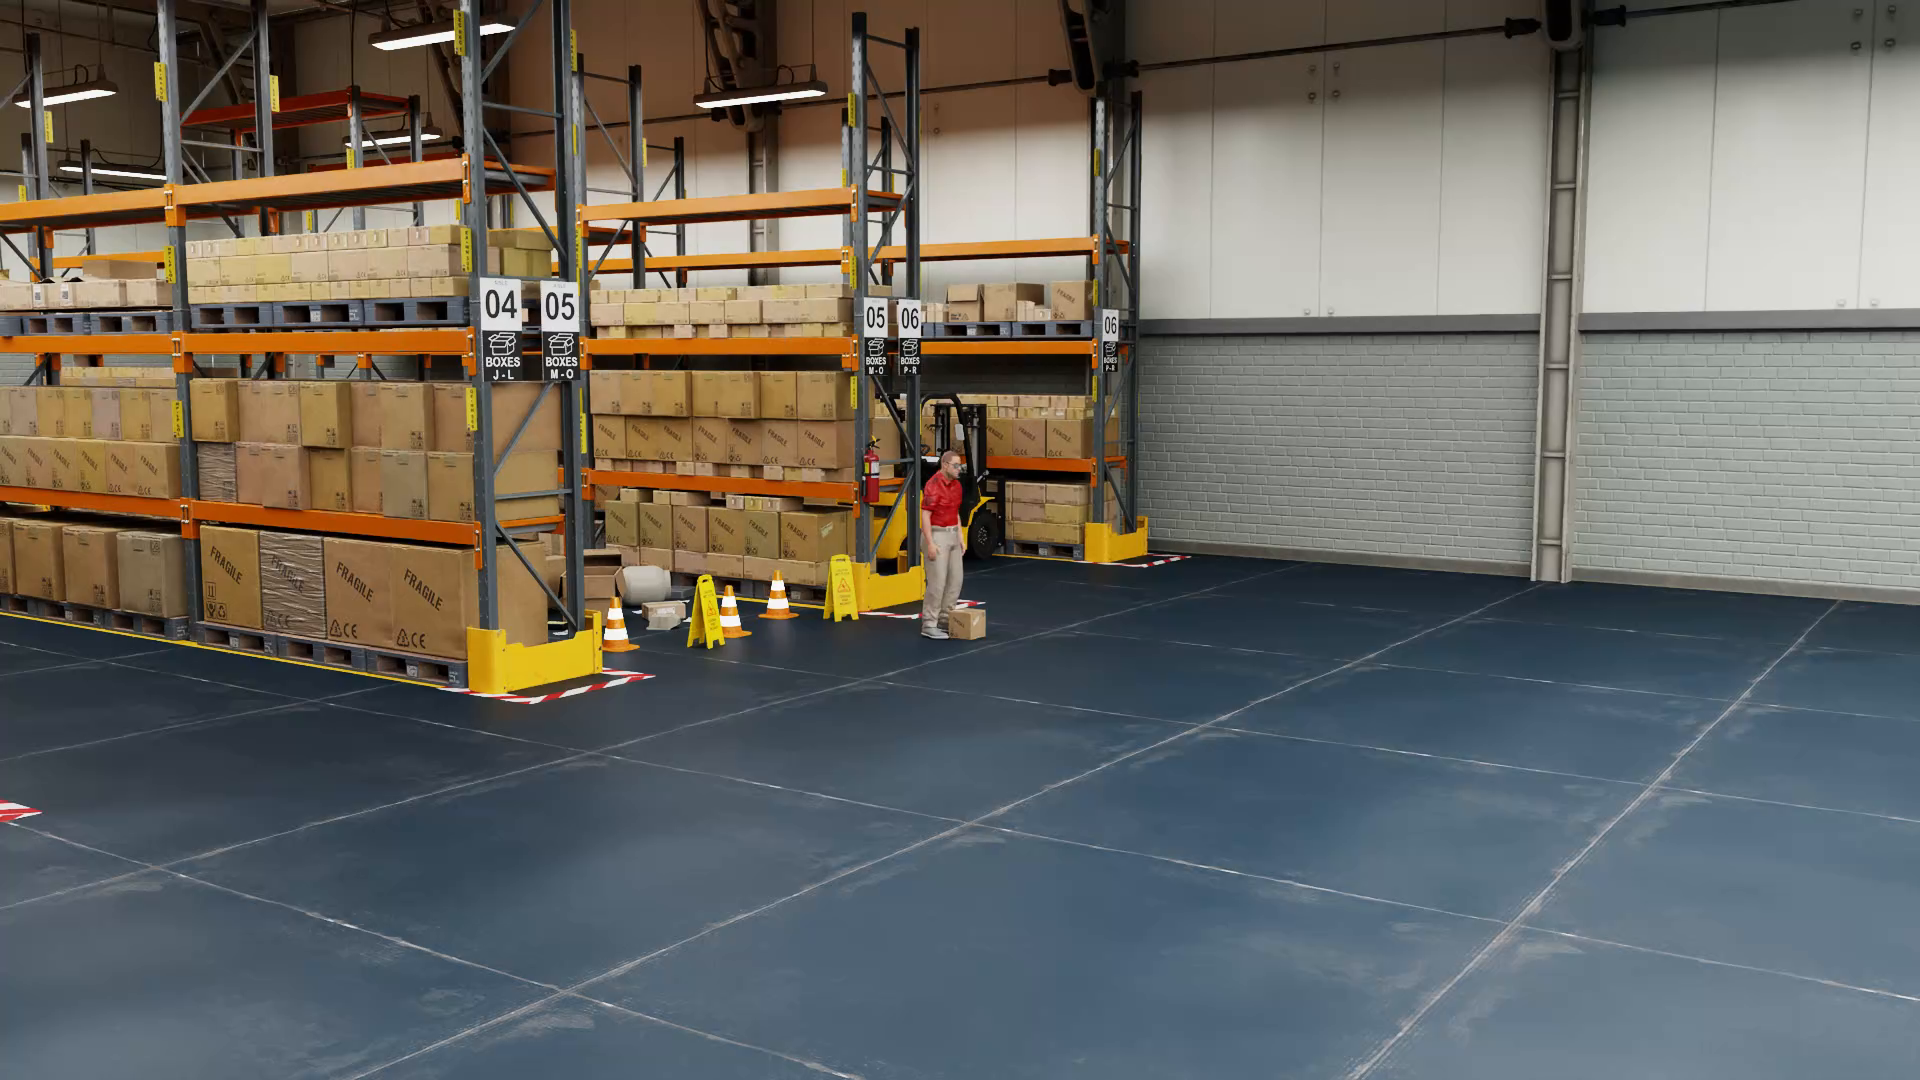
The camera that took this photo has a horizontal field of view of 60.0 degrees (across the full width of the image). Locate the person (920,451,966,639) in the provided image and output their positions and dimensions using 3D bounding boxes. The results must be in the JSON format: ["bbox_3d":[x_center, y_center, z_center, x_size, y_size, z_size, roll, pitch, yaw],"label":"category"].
[{"bbox_3d":[-0.148,0.031,15.550,0.390,1.727,0.585,4,7,33],"label":"person"}]
